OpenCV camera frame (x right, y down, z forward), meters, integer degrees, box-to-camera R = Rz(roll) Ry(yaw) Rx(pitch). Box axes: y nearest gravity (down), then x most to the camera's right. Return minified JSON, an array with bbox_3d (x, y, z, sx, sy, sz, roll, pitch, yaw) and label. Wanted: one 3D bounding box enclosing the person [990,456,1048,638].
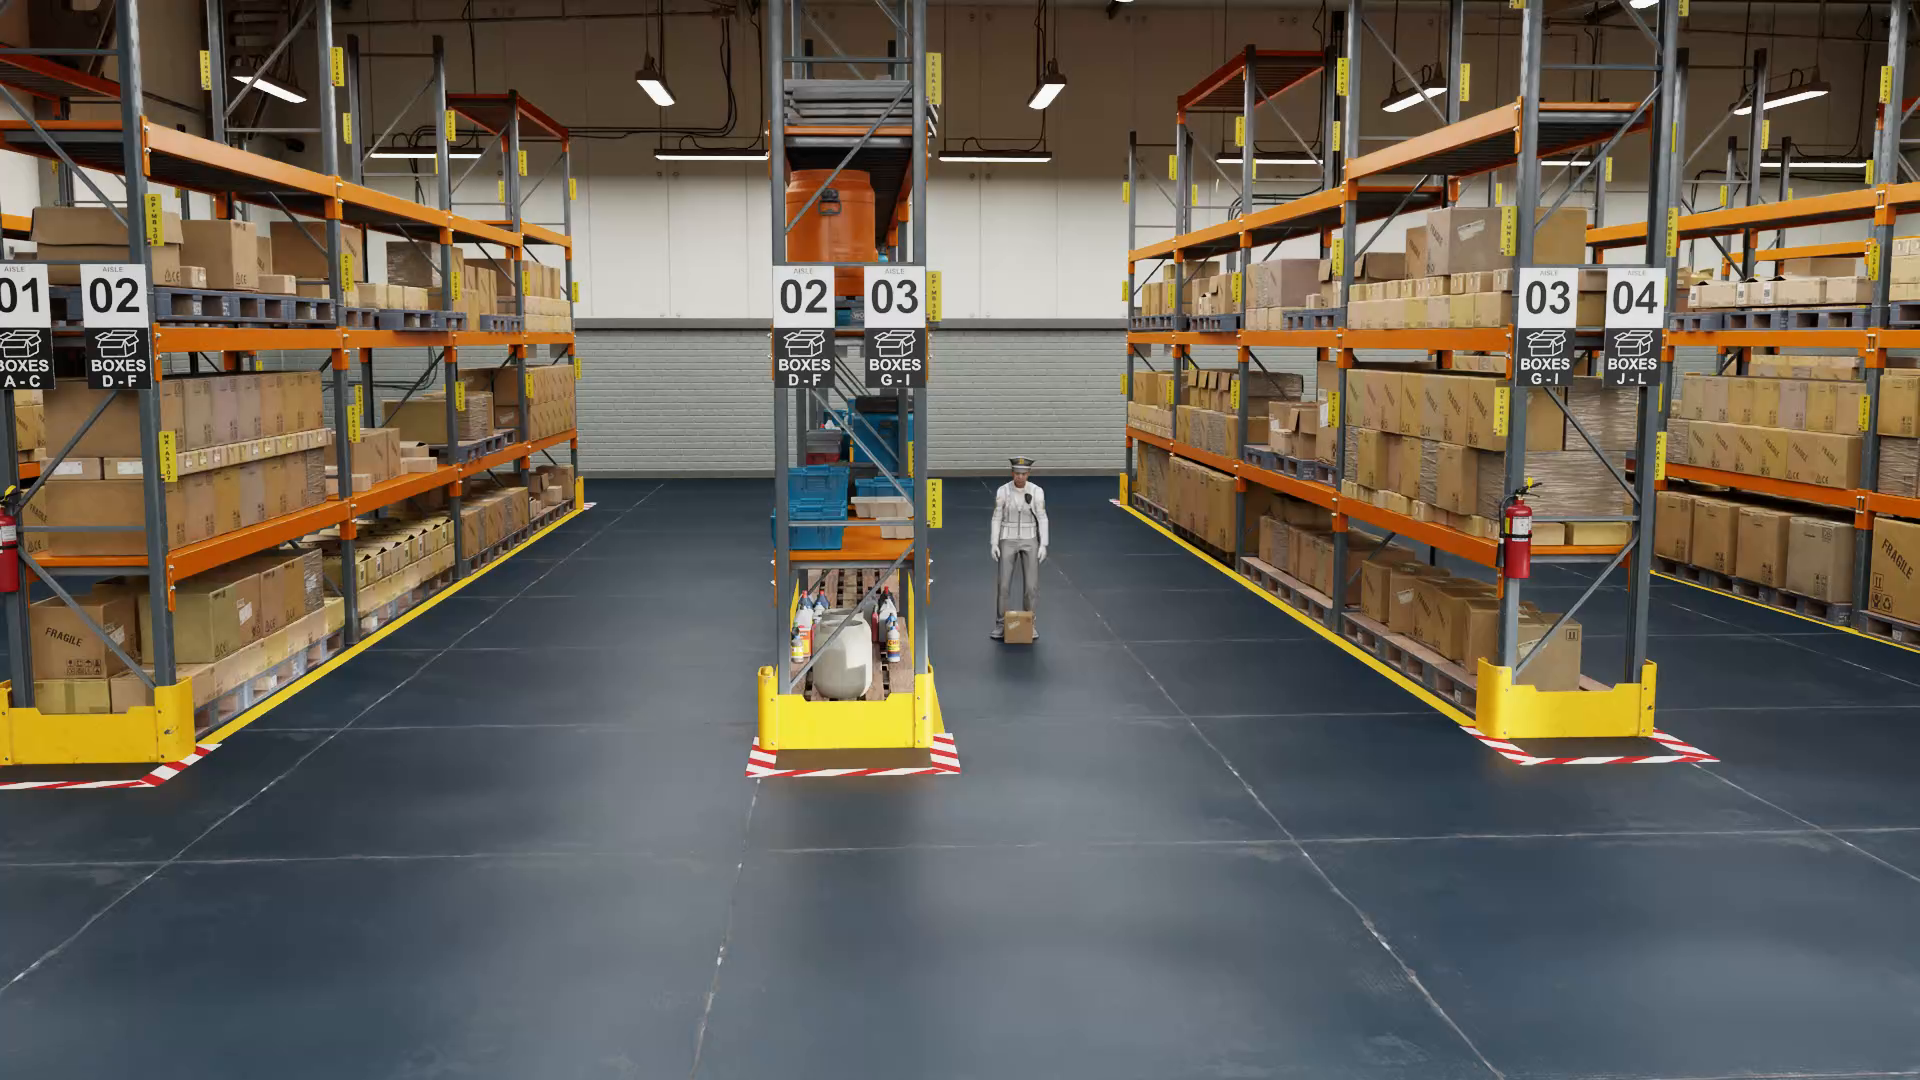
[{"bbox_3d":[0.543,0.061,15.237,0.529,1.663,0.375,1,7,5],"label":"person"}]
